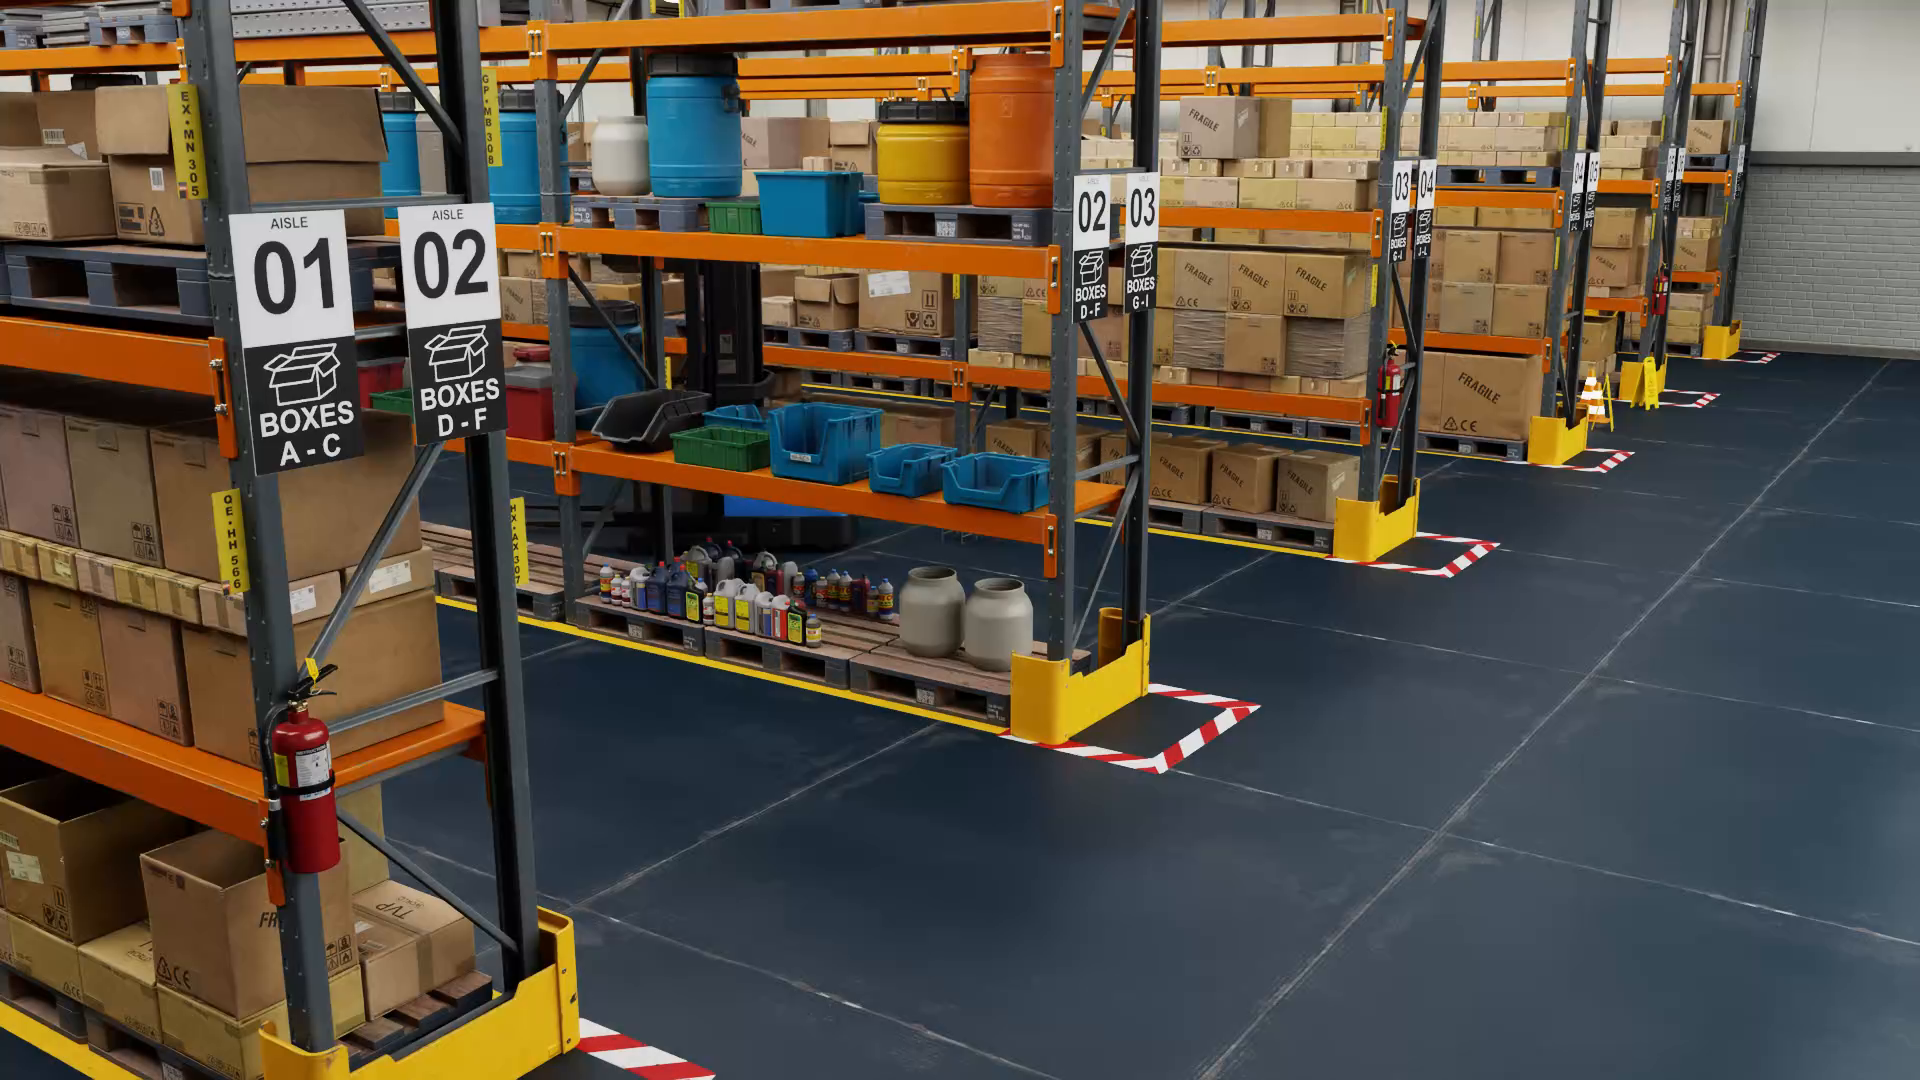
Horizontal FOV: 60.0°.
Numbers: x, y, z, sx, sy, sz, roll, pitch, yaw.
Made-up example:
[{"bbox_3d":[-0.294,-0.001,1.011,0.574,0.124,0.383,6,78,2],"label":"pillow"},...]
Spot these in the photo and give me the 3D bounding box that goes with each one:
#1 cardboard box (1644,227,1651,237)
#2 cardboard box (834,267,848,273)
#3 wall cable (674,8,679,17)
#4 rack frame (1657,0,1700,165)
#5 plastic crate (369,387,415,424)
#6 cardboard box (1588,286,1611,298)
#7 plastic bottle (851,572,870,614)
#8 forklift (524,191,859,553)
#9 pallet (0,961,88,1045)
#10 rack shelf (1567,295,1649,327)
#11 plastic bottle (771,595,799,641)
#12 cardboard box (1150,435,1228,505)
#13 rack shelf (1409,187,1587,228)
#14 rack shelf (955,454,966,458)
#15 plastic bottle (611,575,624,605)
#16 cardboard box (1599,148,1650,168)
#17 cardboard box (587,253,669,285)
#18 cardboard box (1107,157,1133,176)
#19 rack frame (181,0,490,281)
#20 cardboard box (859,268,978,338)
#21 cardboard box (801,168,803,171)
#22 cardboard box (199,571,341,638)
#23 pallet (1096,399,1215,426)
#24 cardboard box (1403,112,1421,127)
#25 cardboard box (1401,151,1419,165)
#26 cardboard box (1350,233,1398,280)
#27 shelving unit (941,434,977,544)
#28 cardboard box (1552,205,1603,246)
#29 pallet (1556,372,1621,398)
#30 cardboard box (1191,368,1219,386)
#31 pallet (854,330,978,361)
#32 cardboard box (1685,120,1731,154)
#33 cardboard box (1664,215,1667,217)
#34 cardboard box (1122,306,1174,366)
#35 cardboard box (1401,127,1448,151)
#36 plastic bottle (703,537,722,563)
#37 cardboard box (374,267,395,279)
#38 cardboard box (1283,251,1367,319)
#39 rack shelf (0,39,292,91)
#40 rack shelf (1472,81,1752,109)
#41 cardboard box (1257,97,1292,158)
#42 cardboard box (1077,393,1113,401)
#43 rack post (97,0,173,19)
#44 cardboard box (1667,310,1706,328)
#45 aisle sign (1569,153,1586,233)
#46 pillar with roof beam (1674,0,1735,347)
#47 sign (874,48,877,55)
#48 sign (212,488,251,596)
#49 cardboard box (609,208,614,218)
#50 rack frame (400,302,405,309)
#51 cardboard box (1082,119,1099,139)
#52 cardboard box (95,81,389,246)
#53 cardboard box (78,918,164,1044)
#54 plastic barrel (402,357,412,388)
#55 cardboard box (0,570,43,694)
[{"bbox_3d":[10.838,-4.828,26.026,0.250,0.149,0.380,9,17,32],"label":"cardboard box"},{"bbox_3d":[-1.483,-3.604,22.288,0.250,0.149,0.380,9,16,32],"label":"cardboard box"},{"bbox_3d":[-5.354,-13.133,37.074,0.133,3.039,2.988,9,17,33],"label":"wall cable"},{"bbox_3d":[9.124,-6.285,20.985,0.127,3.000,1.000,9,17,33],"label":"rack frame"},{"bbox_3d":[-4.093,-1.020,12.643,0.662,0.188,0.450,9,17,33],"label":"plastic crate"},{"bbox_3d":[8.422,-3.270,21.814,0.250,0.149,0.380,9,16,32],"label":"cardboard box"},{"bbox_3d":[-0.680,0.356,11.378,0.133,0.283,0.061,10,17,34],"label":"plastic bottle"},{"bbox_3d":[-2.413,-1.440,14.040,3.031,2.935,1.130,0,14,0],"label":"forklift"},{"bbox_3d":[-3.605,1.673,7.124,1.213,0.211,1.003,9,17,33],"label":"pallet"},{"bbox_3d":[7.464,-3.292,22.876,4.000,0.370,1.077,9,17,33],"label":"rack shelf"},{"bbox_3d":[-1.134,0.501,10.809,0.135,0.276,0.152,9,17,33],"label":"plastic bottle"},{"bbox_3d":[2.060,-0.636,14.976,0.500,0.500,0.500,11,18,38],"label":"cardboard box"},{"bbox_3d":[4.785,-3.747,18.474,4.000,0.370,1.077,9,17,33],"label":"rack shelf"},{"bbox_3d":[-0.007,-0.668,14.163,0.200,0.077,0.258,9,17,33],"label":"rack shelf"},{"bbox_3d":[-2.387,0.343,11.604,0.097,0.201,0.097,0,14,0],"label":"plastic bottle"},{"bbox_3d":[8.549,-4.915,21.388,0.500,0.250,0.500,9,16,32],"label":"cardboard box"},{"bbox_3d":[-3.643,-3.107,18.334,0.637,0.503,0.797,10,17,35],"label":"cardboard box"},{"bbox_3d":[1.474,-3.238,14.400,0.250,0.149,0.380,9,16,32],"label":"cardboard box"},{"bbox_3d":[-1.939,-2.334,5.026,0.127,3.000,1.000,9,17,33],"label":"rack frame"},{"bbox_3d":[-0.307,-2.563,16.311,1.000,1.000,1.000,9,17,33],"label":"cardboard box"},{"bbox_3d":[-1.680,-3.706,17.123,0.500,0.250,0.500,10,17,34],"label":"cardboard box"},{"bbox_3d":[-2.362,0.201,5.710,0.250,0.149,0.380,9,16,32],"label":"cardboard box"},{"bbox_3d":[2.443,-1.644,20.523,1.213,0.211,1.003,9,17,33],"label":"pallet"},{"bbox_3d":[4.921,-4.494,17.774,0.250,0.149,0.380,9,16,32],"label":"cardboard box"},{"bbox_3d":[4.926,-4.106,17.867,0.250,0.149,0.380,9,17,33],"label":"cardboard box"},{"bbox_3d":[4.749,-3.229,18.567,0.500,0.550,0.875,9,17,33],"label":"cardboard box"},{"bbox_3d":[-0.007,-0.438,14.219,0.210,0.900,0.258,9,17,33],"label":"shelving unit"},{"bbox_3d":[8.162,-4.145,21.919,0.500,0.500,0.700,9,17,33],"label":"cardboard box"},{"bbox_3d":[8.406,-2.145,22.551,1.213,0.211,1.003,9,17,33],"label":"pallet"},{"bbox_3d":[2.195,-1.436,14.406,0.250,0.149,0.380,9,17,33],"label":"cardboard box"},{"bbox_3d":[-0.279,-1.972,16.445,1.213,0.211,1.003,9,17,33],"label":"pallet"},{"bbox_3d":[11.387,-6.131,25.314,0.500,0.500,0.500,10,17,35],"label":"cardboard box"},{"bbox_3d":[11.109,-5.069,26.381,0.250,0.149,0.380,9,17,33],"label":"cardboard box"},{"bbox_3d":[1.871,-1.857,14.756,0.500,0.500,0.875,9,17,33],"label":"cardboard box"},{"bbox_3d":[5.052,-4.297,17.808,0.500,0.250,0.500,9,17,32],"label":"cardboard box"},{"bbox_3d":[-1.795,0.155,12.050,0.185,0.351,0.144,9,16,31],"label":"plastic bottle"},{"bbox_3d":[-6.895,-3.450,20.151,0.500,0.500,0.500,10,17,34],"label":"cardboard box"},{"bbox_3d":[2.998,-2.100,13.655,0.500,0.500,0.500,9,17,33],"label":"cardboard box"},{"bbox_3d":[-7.469,-4.119,14.565,4.000,0.370,1.077,9,17,33],"label":"rack shelf"},{"bbox_3d":[10.231,-7.000,26.203,4.000,0.370,1.077,9,17,33],"label":"rack shelf"},{"bbox_3d":[2.512,-3.541,14.277,0.500,0.500,0.500,9,17,33],"label":"cardboard box"},{"bbox_3d":[1.762,-2.216,20.840,0.750,0.750,1.050,9,17,33],"label":"cardboard box"},{"bbox_3d":[-6.434,-4.447,13.716,0.937,0.300,0.954,9,17,33],"label":"rack post"},{"bbox_3d":[11.312,-3.478,25.938,0.500,0.250,0.500,9,16,32],"label":"cardboard box"},{"bbox_3d":[6.336,-3.565,17.072,0.004,0.787,0.394,9,17,33],"label":"aisle sign"},{"bbox_3d":[9.413,-6.690,22.621,0.400,9.000,9.100,9,17,33],"label":"pillar with roof beam"},{"bbox_3d":[-1.689,-9.805,33.094,0.005,0.325,0.100,9,17,33],"label":"sign"},{"bbox_3d":[-2.253,0.007,5.149,0.005,0.325,0.100,9,17,33],"label":"sign"},{"bbox_3d":[-4.902,-4.809,24.598,0.500,0.500,0.500,10,17,34],"label":"cardboard box"},{"bbox_3d":[-6.365,-3.006,20.225,0.127,3.000,1.000,9,17,33],"label":"rack frame"},{"bbox_3d":[1.405,-5.025,20.847,0.500,0.500,0.500,9,17,33],"label":"cardboard box"},{"bbox_3d":[-2.414,-1.278,5.621,0.637,0.503,0.797,11,17,37],"label":"cardboard box"},{"bbox_3d":[-2.971,1.631,6.340,0.500,0.250,0.500,9,17,33],"label":"cardboard box"},{"bbox_3d":[-4.487,-1.385,13.441,0.421,0.512,0.421,0,14,0],"label":"plastic barrel"},{"bbox_3d":[-3.605,0.257,6.834,0.500,0.500,0.700,10,17,34],"label":"cardboard box"}]
